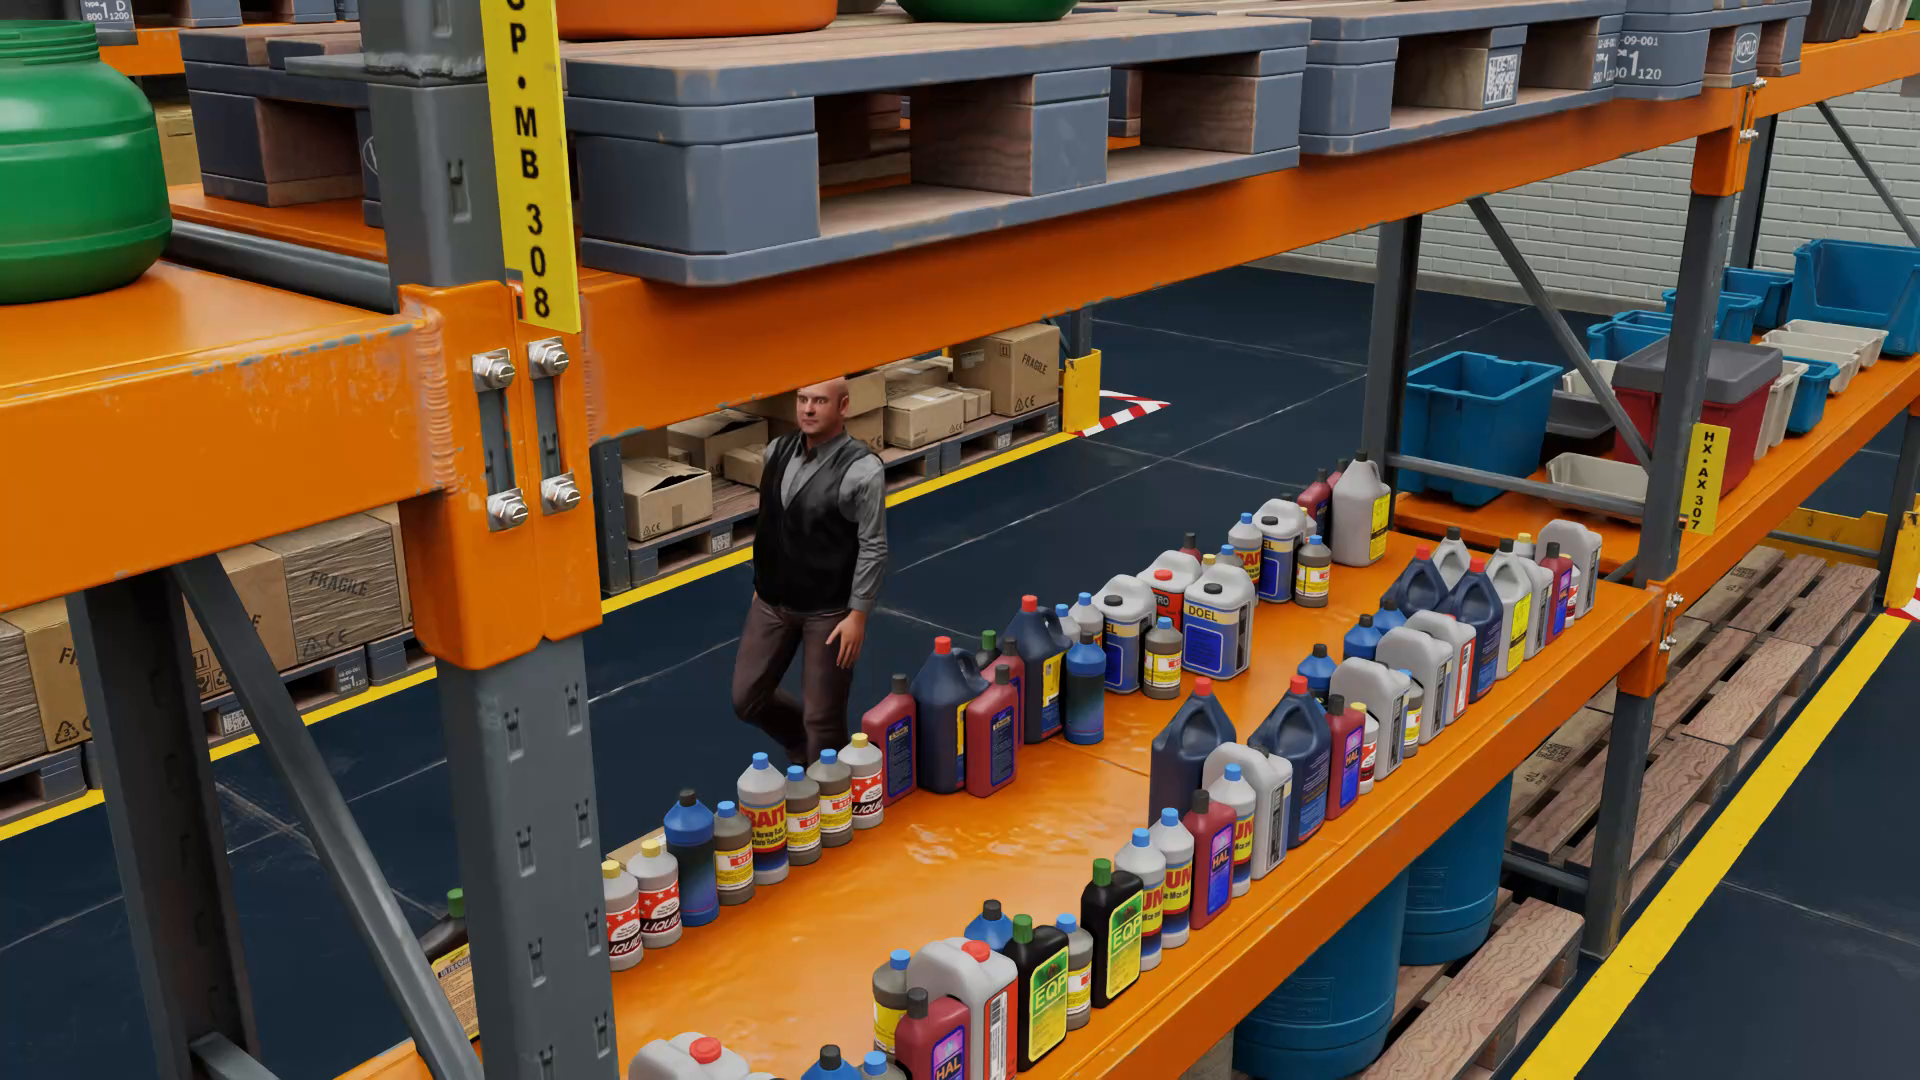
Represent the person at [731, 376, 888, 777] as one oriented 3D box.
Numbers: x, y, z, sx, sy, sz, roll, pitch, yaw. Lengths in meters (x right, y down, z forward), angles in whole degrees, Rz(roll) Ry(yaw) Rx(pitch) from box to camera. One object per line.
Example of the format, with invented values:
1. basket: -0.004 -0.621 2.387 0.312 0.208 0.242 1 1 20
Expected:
1. person: -0.554 0.252 5.847 0.577 1.720 0.506 13 24 32
